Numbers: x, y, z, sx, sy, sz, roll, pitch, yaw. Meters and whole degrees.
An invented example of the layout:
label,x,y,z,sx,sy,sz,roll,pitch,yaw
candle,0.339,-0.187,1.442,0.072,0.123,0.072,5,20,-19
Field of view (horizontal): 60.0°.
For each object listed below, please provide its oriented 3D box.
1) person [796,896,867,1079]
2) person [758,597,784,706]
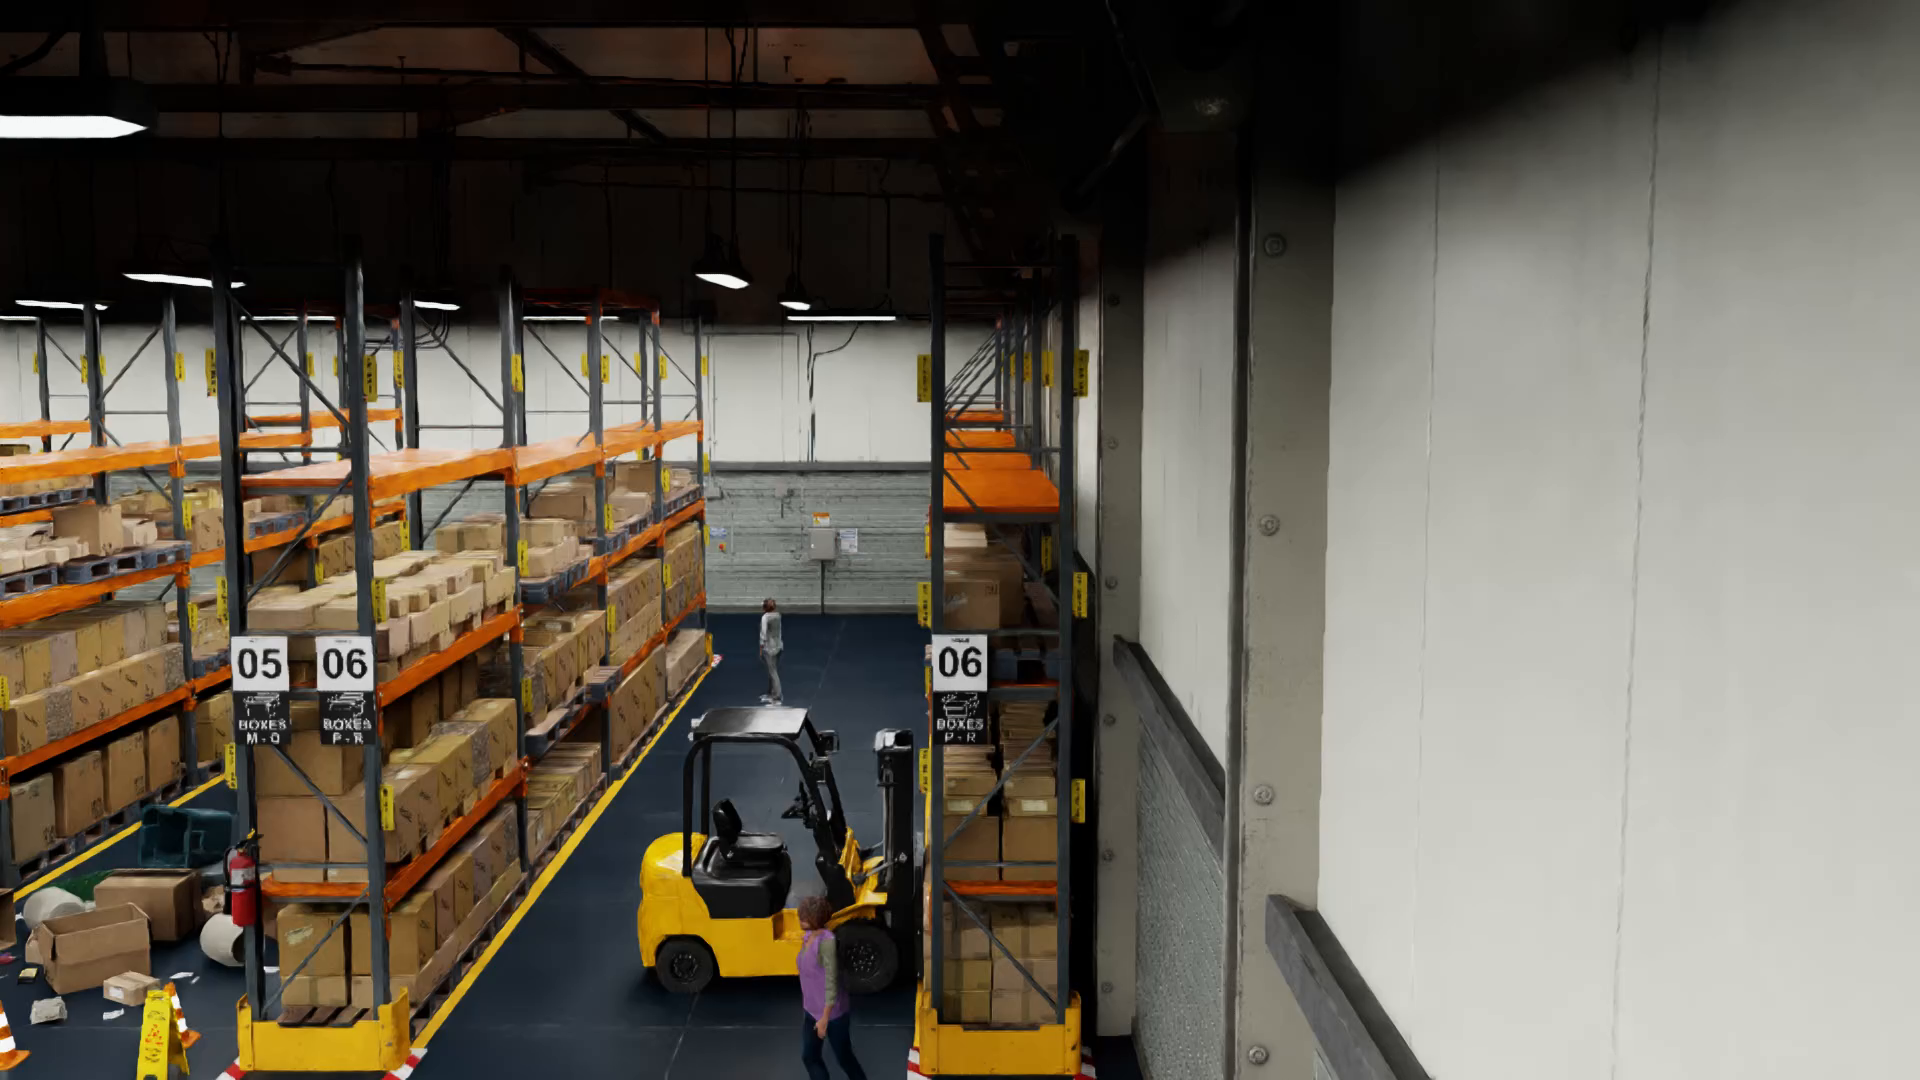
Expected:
label,x,y,z,sx,sy,sz,roll,pitch,yaw
person,-0.857,3.208,11.175,0.554,1.470,0.461,-4,7,-30
person,-2.819,1.637,24.686,0.527,1.592,0.521,3,7,28
